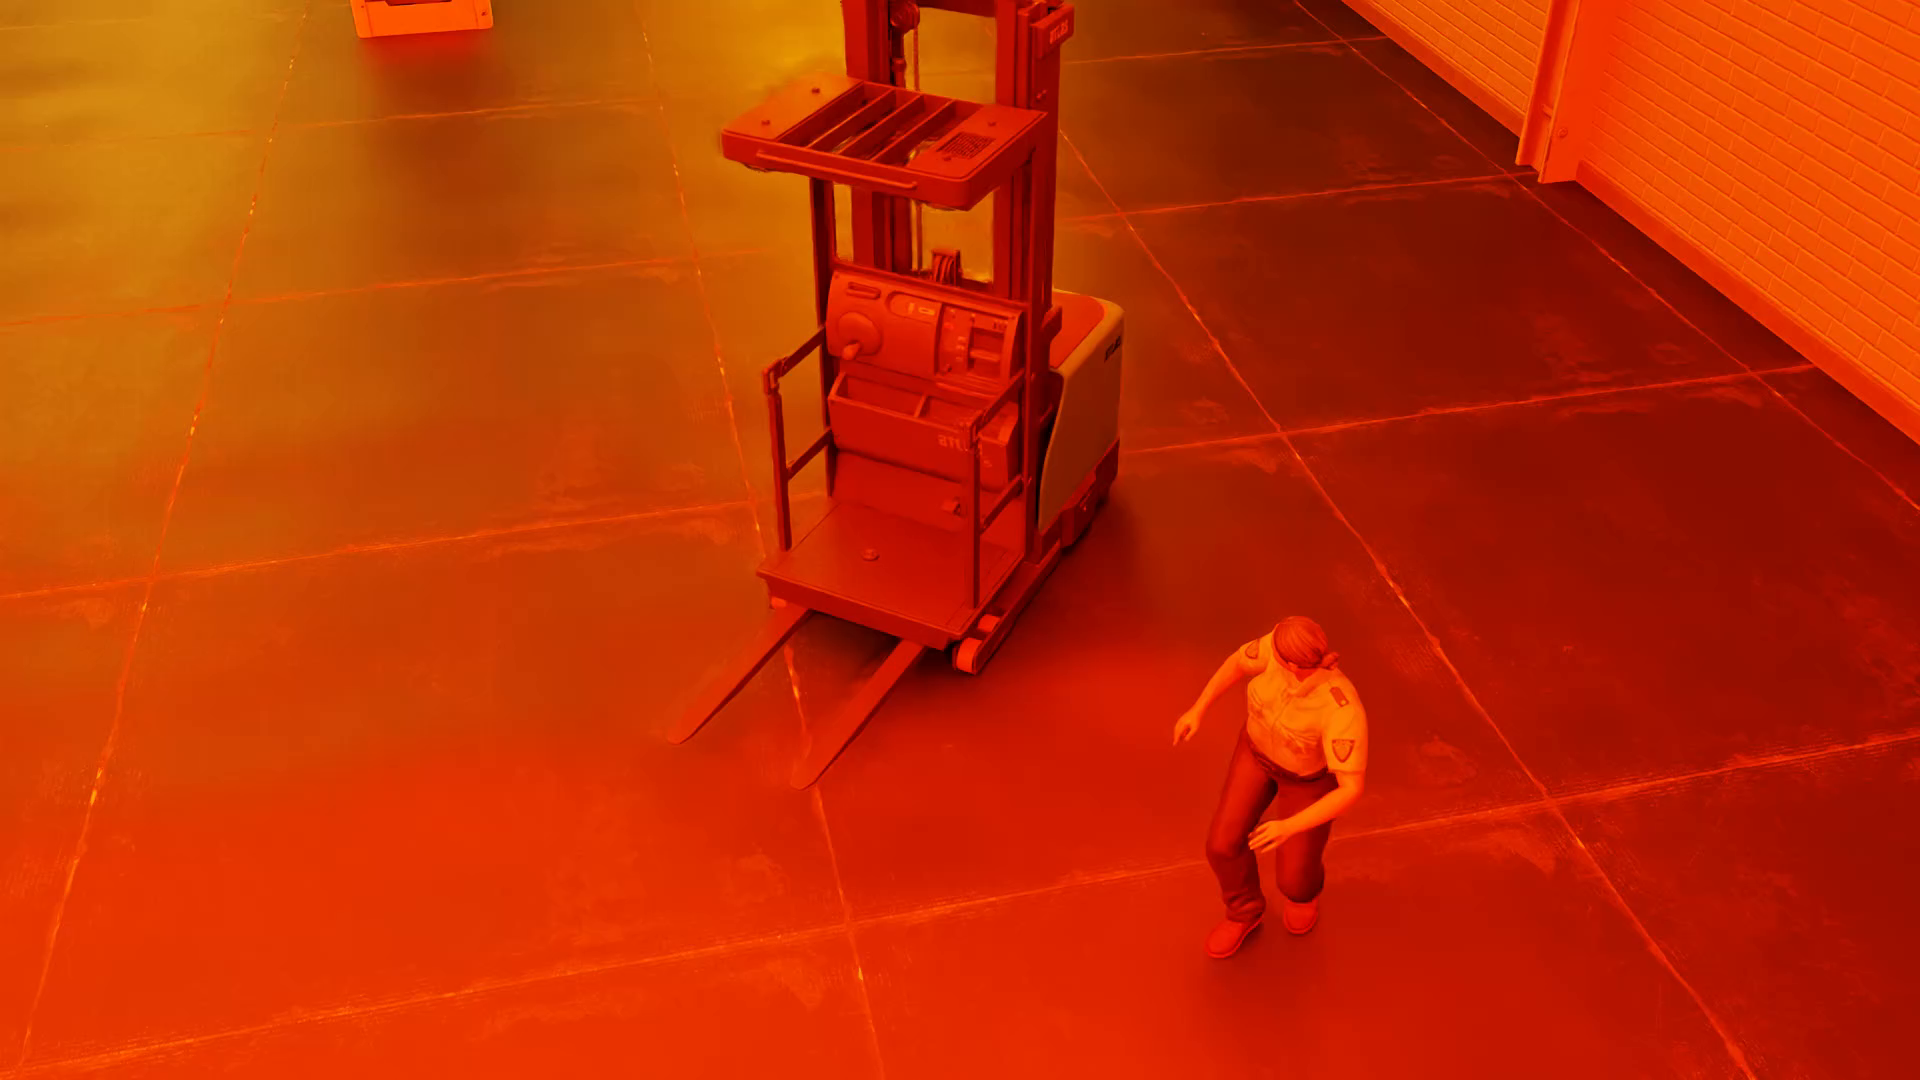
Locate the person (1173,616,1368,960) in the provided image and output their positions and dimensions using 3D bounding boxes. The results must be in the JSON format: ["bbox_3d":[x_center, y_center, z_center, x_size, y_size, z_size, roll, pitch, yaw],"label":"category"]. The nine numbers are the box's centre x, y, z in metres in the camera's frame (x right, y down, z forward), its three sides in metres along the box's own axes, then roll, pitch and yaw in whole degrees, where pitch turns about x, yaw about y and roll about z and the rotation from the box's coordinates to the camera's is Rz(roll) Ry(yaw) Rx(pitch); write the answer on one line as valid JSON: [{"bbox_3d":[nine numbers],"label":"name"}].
[{"bbox_3d":[1.095,0.891,6.006,0.779,1.539,0.732,29,45,34],"label":"person"}]

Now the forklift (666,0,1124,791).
[{"bbox_3d":[-0.267,-0.868,7.256,1.130,2.935,3.031,16,39,21],"label":"forklift"}]
